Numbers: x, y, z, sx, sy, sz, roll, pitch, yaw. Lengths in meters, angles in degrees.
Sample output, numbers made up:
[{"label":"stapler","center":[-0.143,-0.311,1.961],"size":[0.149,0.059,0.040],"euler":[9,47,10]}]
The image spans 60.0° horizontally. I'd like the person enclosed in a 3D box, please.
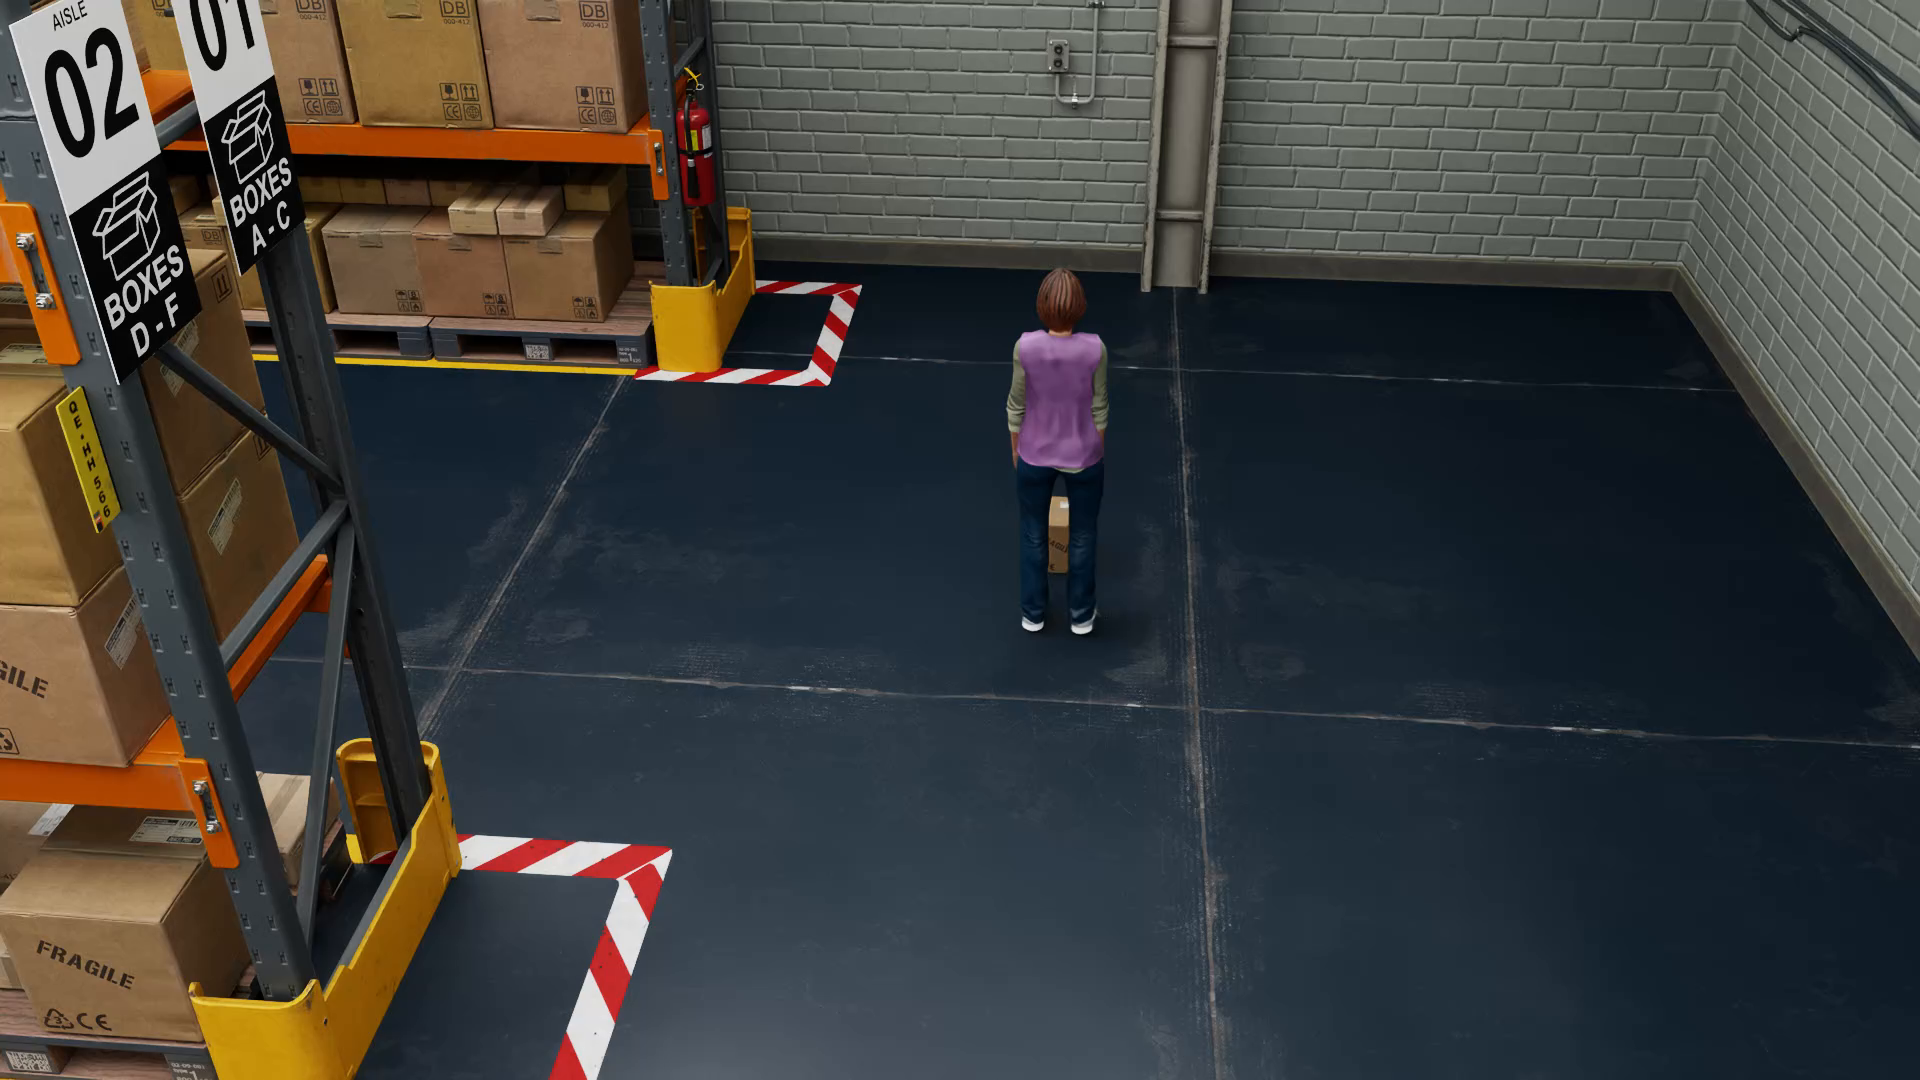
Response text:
[{"label":"person","center":[0.398,-0.078,6.975],"size":[0.440,0.844,0.803],"euler":[2,32,4]}]
